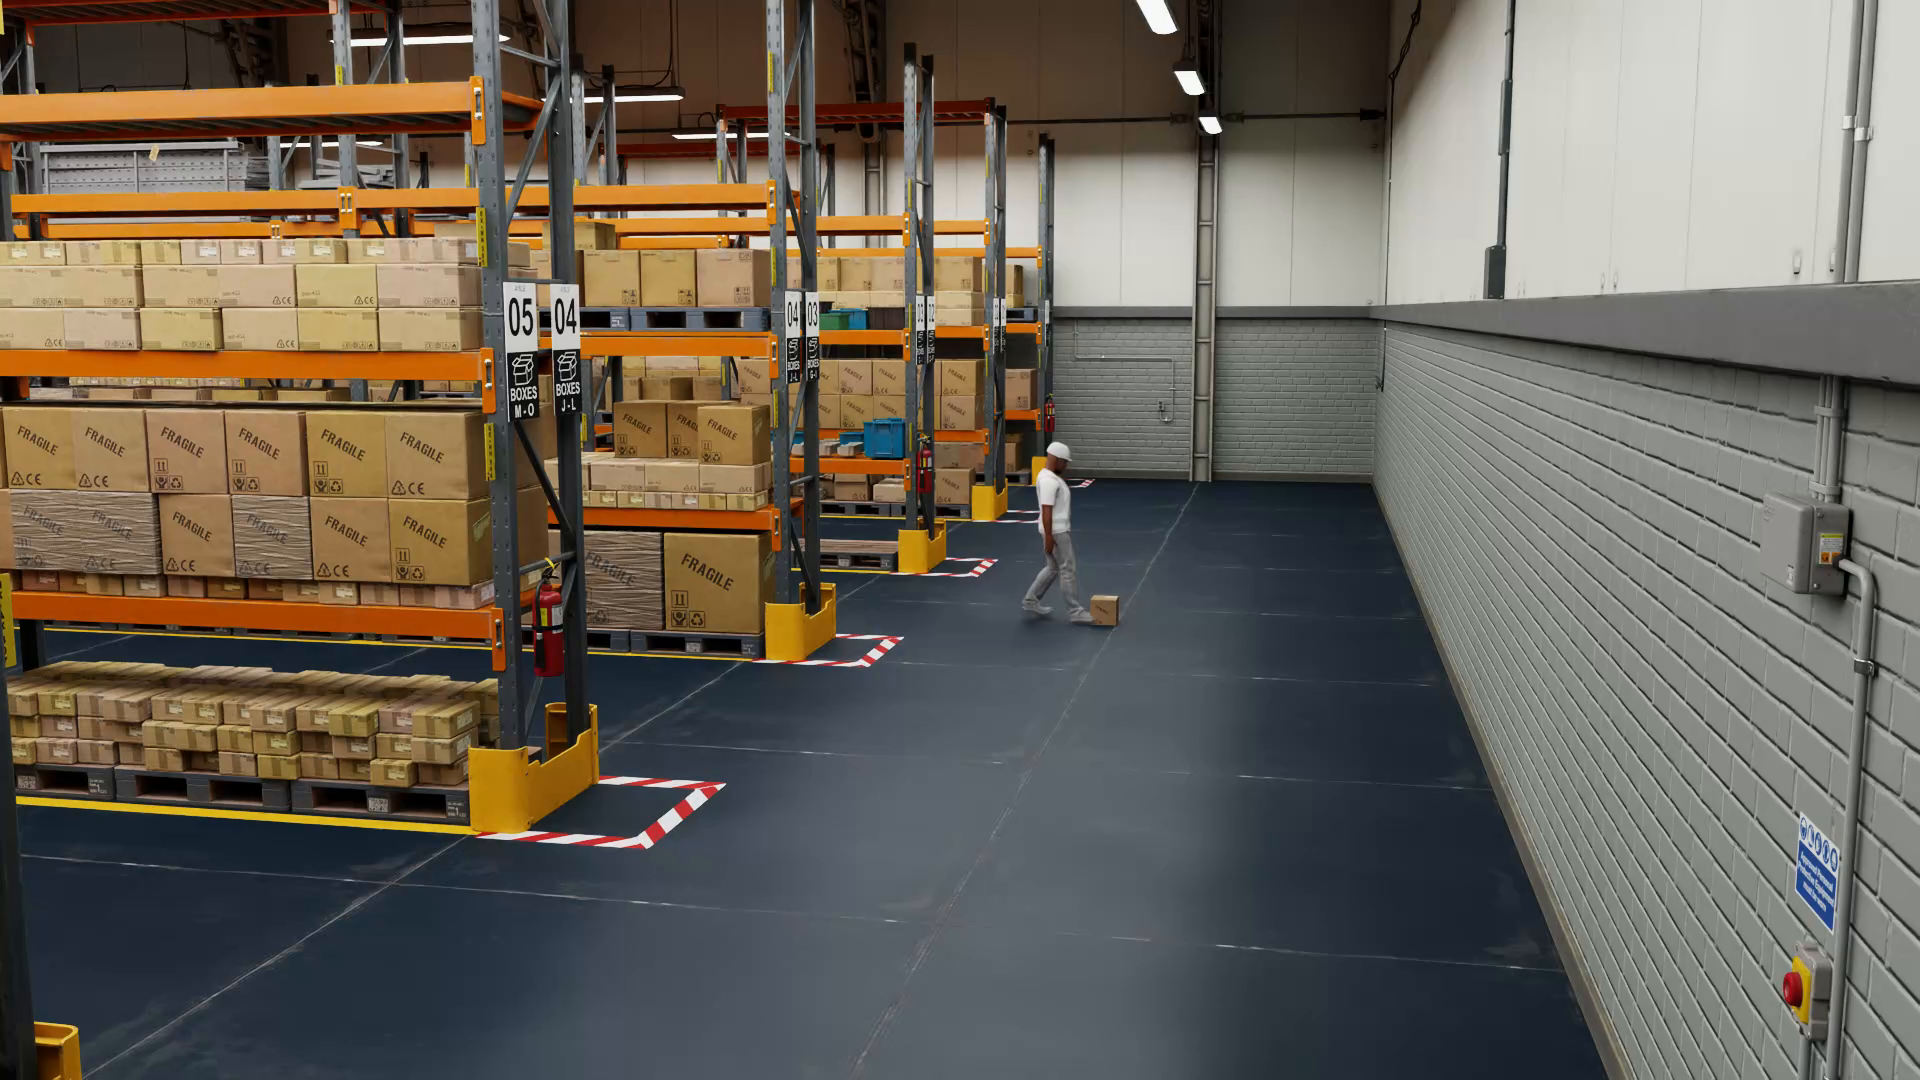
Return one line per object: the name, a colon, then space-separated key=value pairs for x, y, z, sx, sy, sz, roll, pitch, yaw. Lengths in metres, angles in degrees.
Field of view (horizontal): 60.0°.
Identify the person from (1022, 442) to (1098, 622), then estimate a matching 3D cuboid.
person: x=0.996 y=-0.084 z=16.269 sx=0.772 sy=1.752 sz=0.617 roll=0 pitch=8 yaw=3
